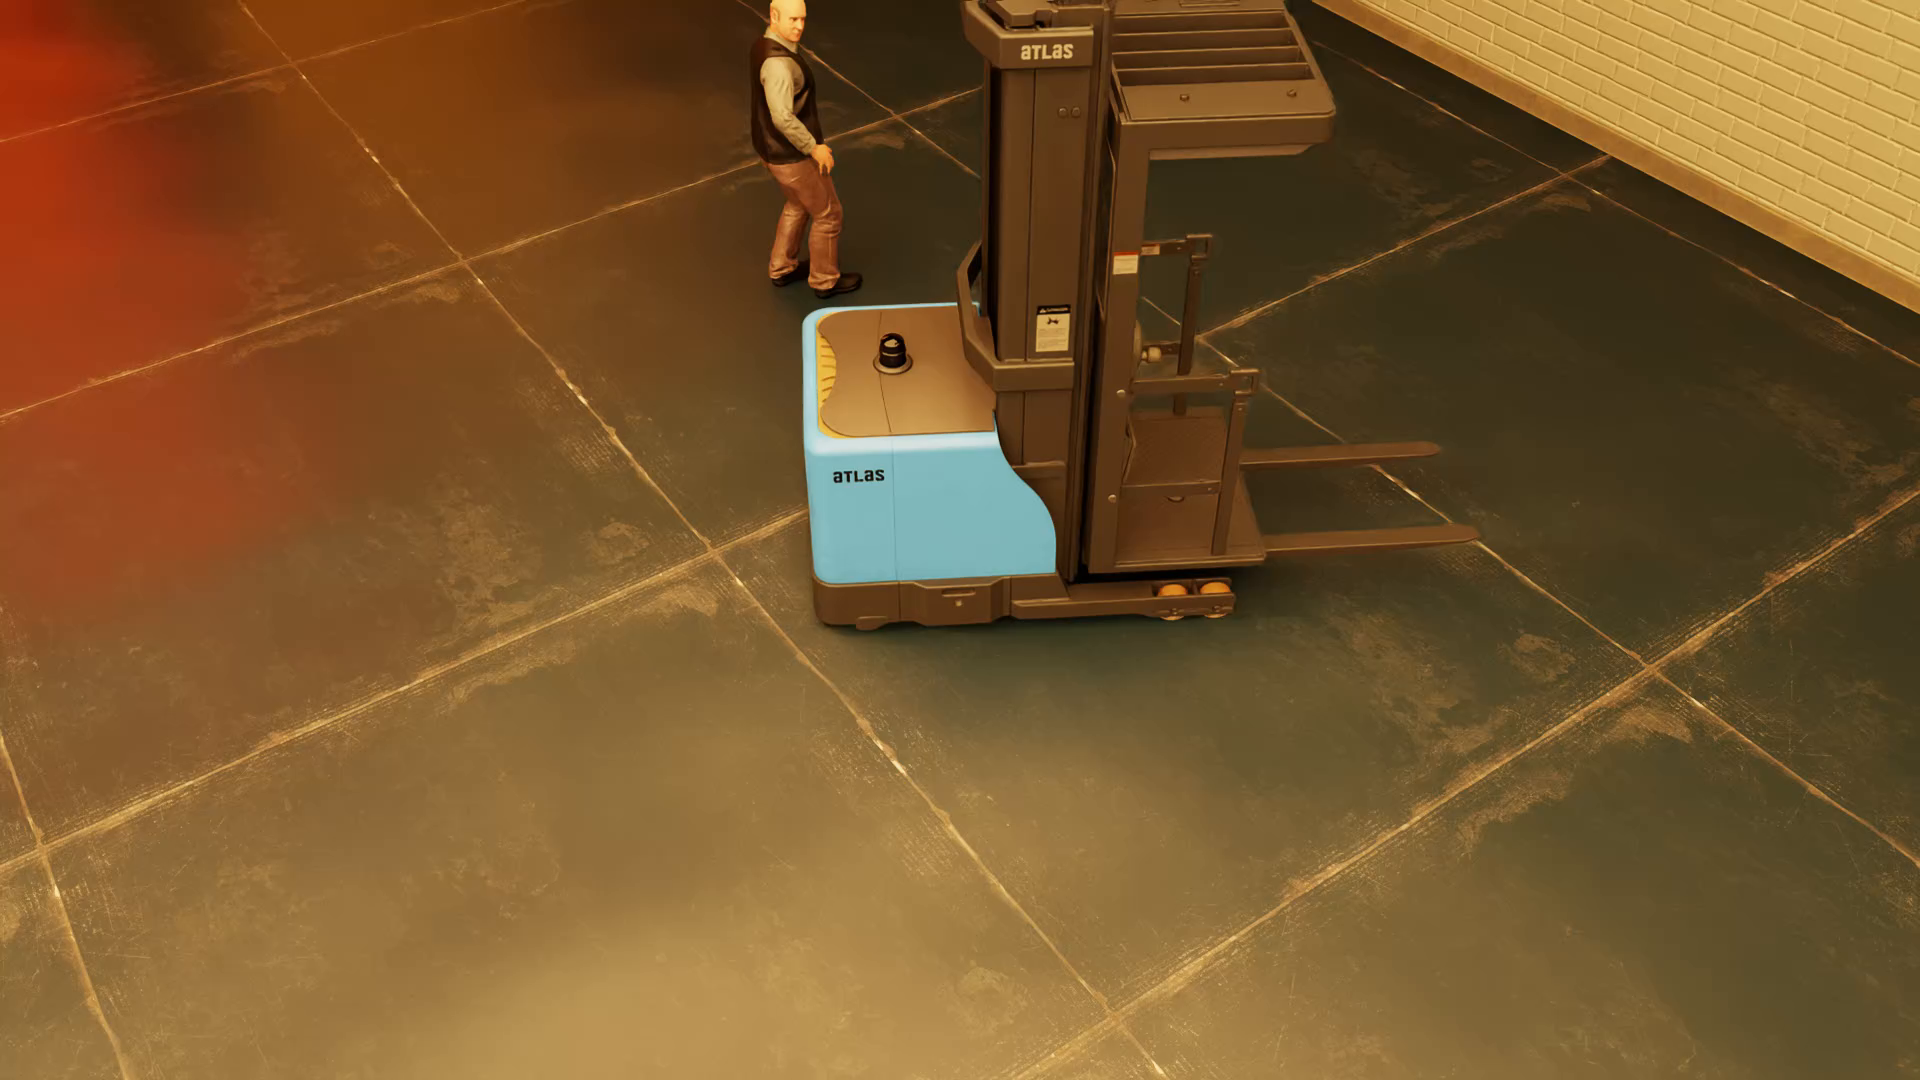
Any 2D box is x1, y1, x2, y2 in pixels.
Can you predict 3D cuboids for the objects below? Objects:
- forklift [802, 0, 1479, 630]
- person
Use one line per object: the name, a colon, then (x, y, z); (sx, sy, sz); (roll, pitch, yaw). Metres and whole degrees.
forklift: (0.829, -1.074, 6.881); (3.031, 2.935, 1.130); (-3, 43, -3)
person: (-0.856, -2.124, 8.934); (0.511, 1.700, 0.724); (-17, 45, -17)
